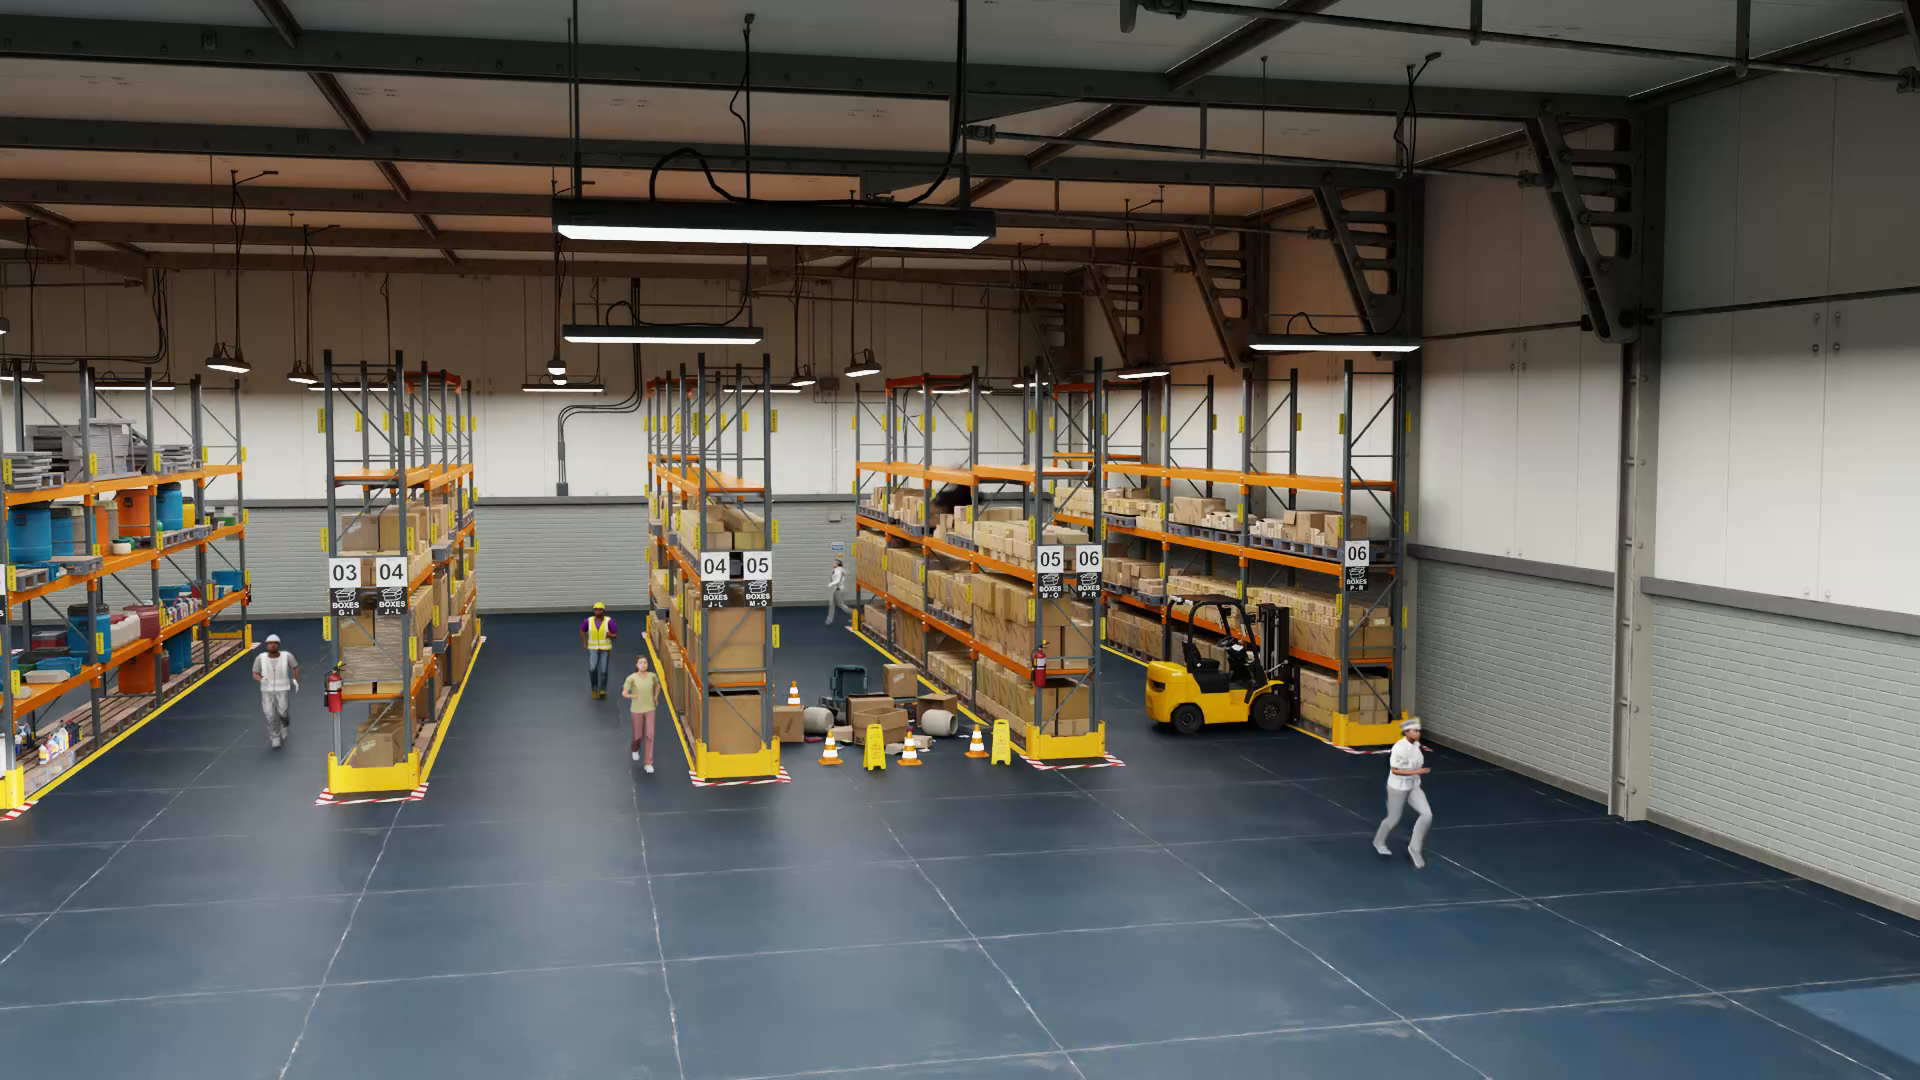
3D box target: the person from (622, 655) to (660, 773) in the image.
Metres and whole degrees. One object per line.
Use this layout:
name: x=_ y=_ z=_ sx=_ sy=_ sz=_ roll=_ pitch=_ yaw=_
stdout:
person: x=-4.577 y=2.477 z=24.005 sx=0.582 sy=1.642 sz=0.939 roll=-2 pitch=4 yaw=-21

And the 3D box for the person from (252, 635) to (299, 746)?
person: x=-10.597 y=2.340 z=25.740 sx=0.678 sy=1.739 sz=0.583 roll=-1 pitch=4 yaw=-19

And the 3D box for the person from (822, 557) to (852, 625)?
person: x=-3.025 y=1.282 z=41.459 sx=0.839 sy=1.716 sz=0.634 roll=0 pitch=4 yaw=-6

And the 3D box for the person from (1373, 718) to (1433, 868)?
person: x=5.053 y=2.850 z=18.958 sx=0.599 sy=1.721 sz=0.831 roll=-3 pitch=5 yaw=-34

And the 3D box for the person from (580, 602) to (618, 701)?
person: x=-6.567 y=2.026 z=30.239 sx=0.676 sy=1.794 sz=0.684 roll=-1 pitch=4 yaw=-10
